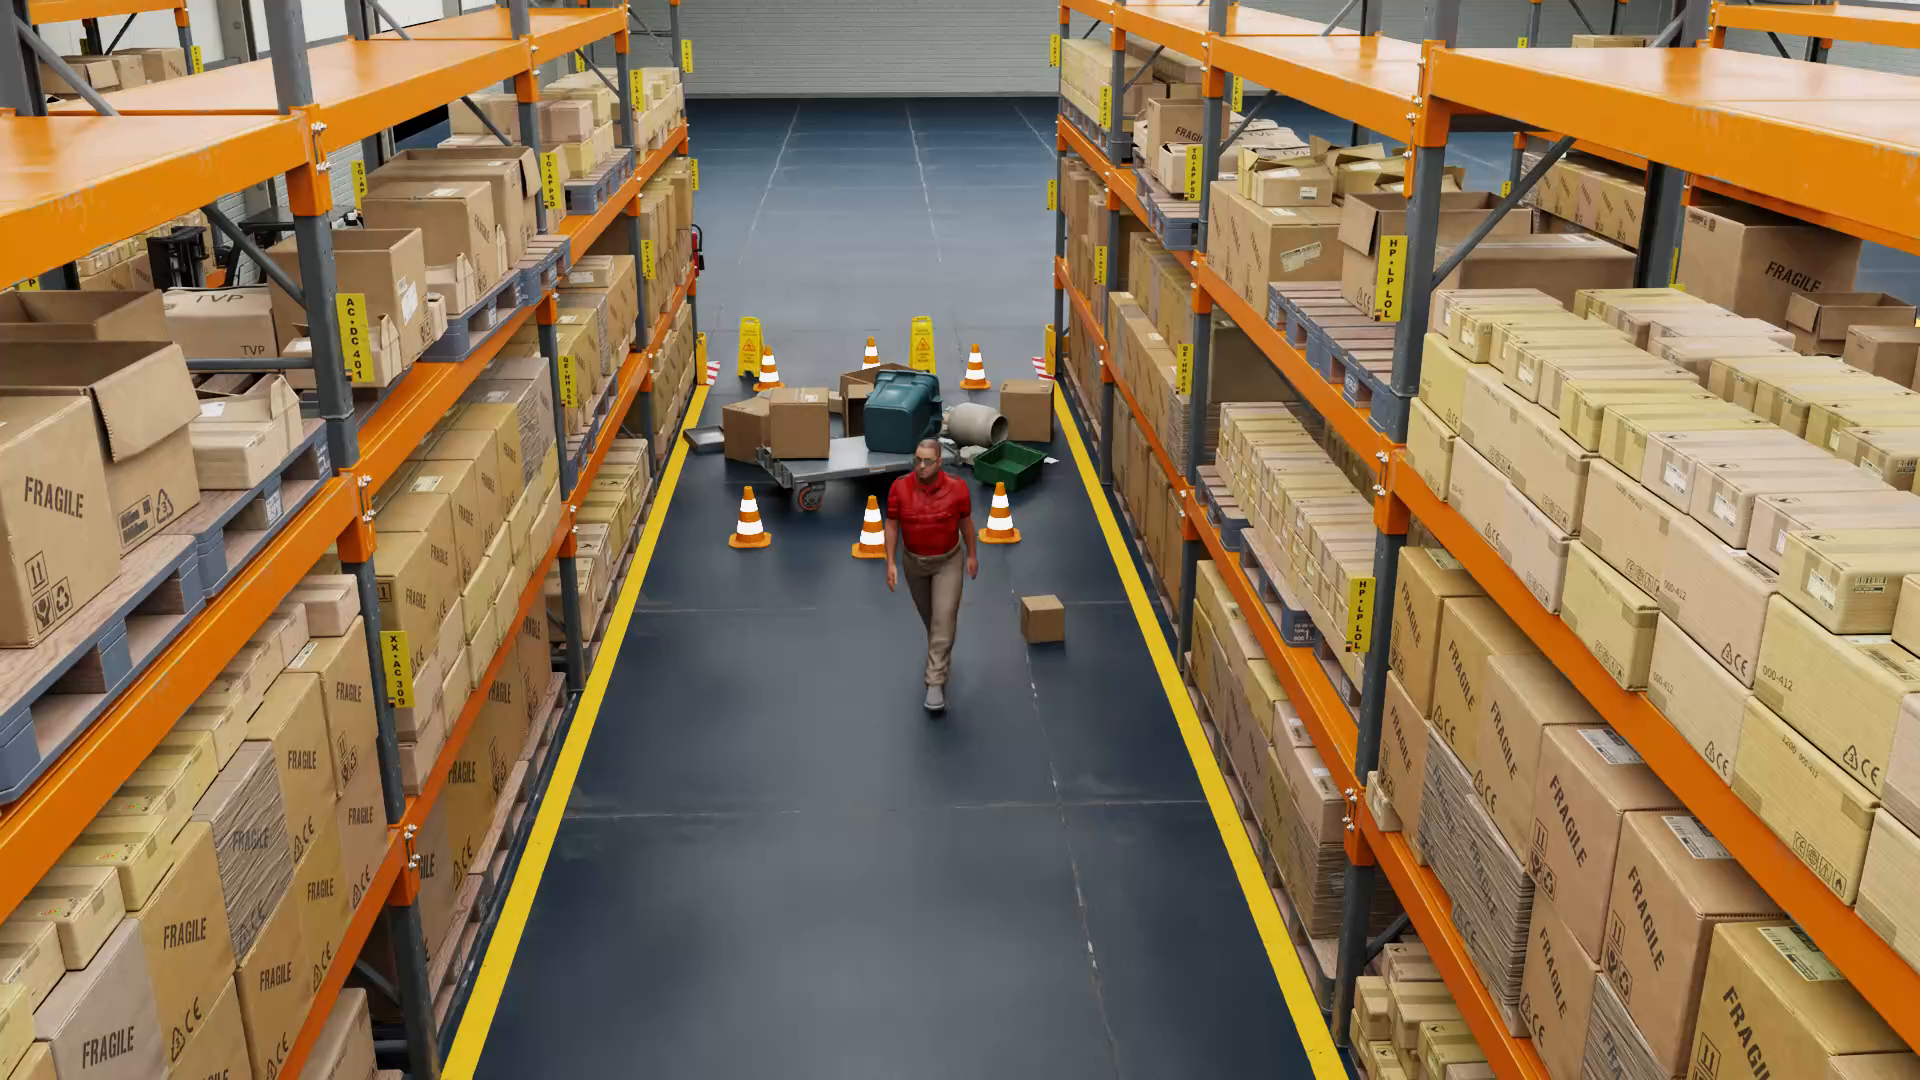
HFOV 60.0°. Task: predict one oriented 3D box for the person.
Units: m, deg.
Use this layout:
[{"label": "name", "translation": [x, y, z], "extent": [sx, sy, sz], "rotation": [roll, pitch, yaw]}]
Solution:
[{"label": "person", "translation": [-0.206, 0.145, 10.696], "extent": [0.570, 1.654, 1.037], "rotation": [5, 21, 13]}]
